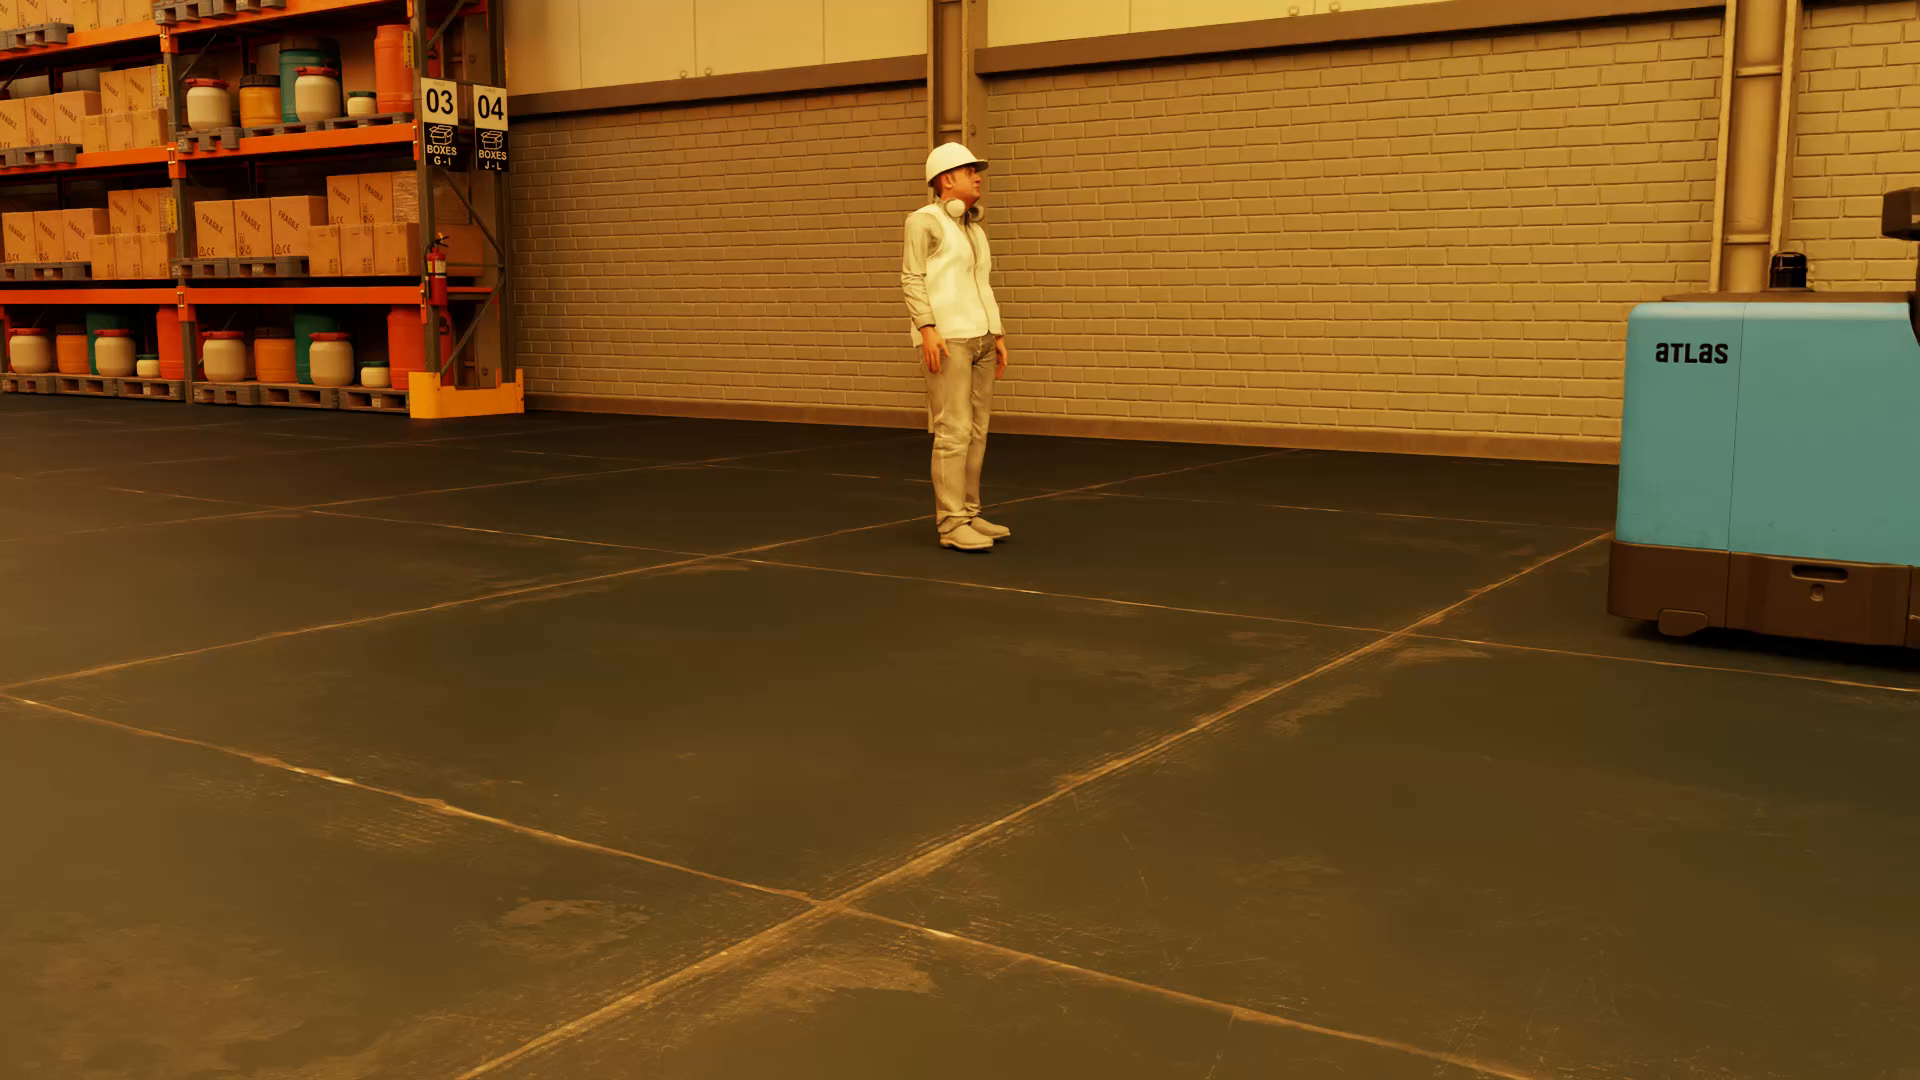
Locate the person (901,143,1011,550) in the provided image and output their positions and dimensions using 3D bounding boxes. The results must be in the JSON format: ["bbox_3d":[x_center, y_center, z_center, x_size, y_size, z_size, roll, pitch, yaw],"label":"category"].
[{"bbox_3d":[0.047,-0.880,7.437,0.568,1.773,0.632,5,10,34],"label":"person"}]

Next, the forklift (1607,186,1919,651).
[{"bbox_3d":[3.601,-1.071,4.723,3.031,2.935,1.130,6,10,36],"label":"forklift"}]
